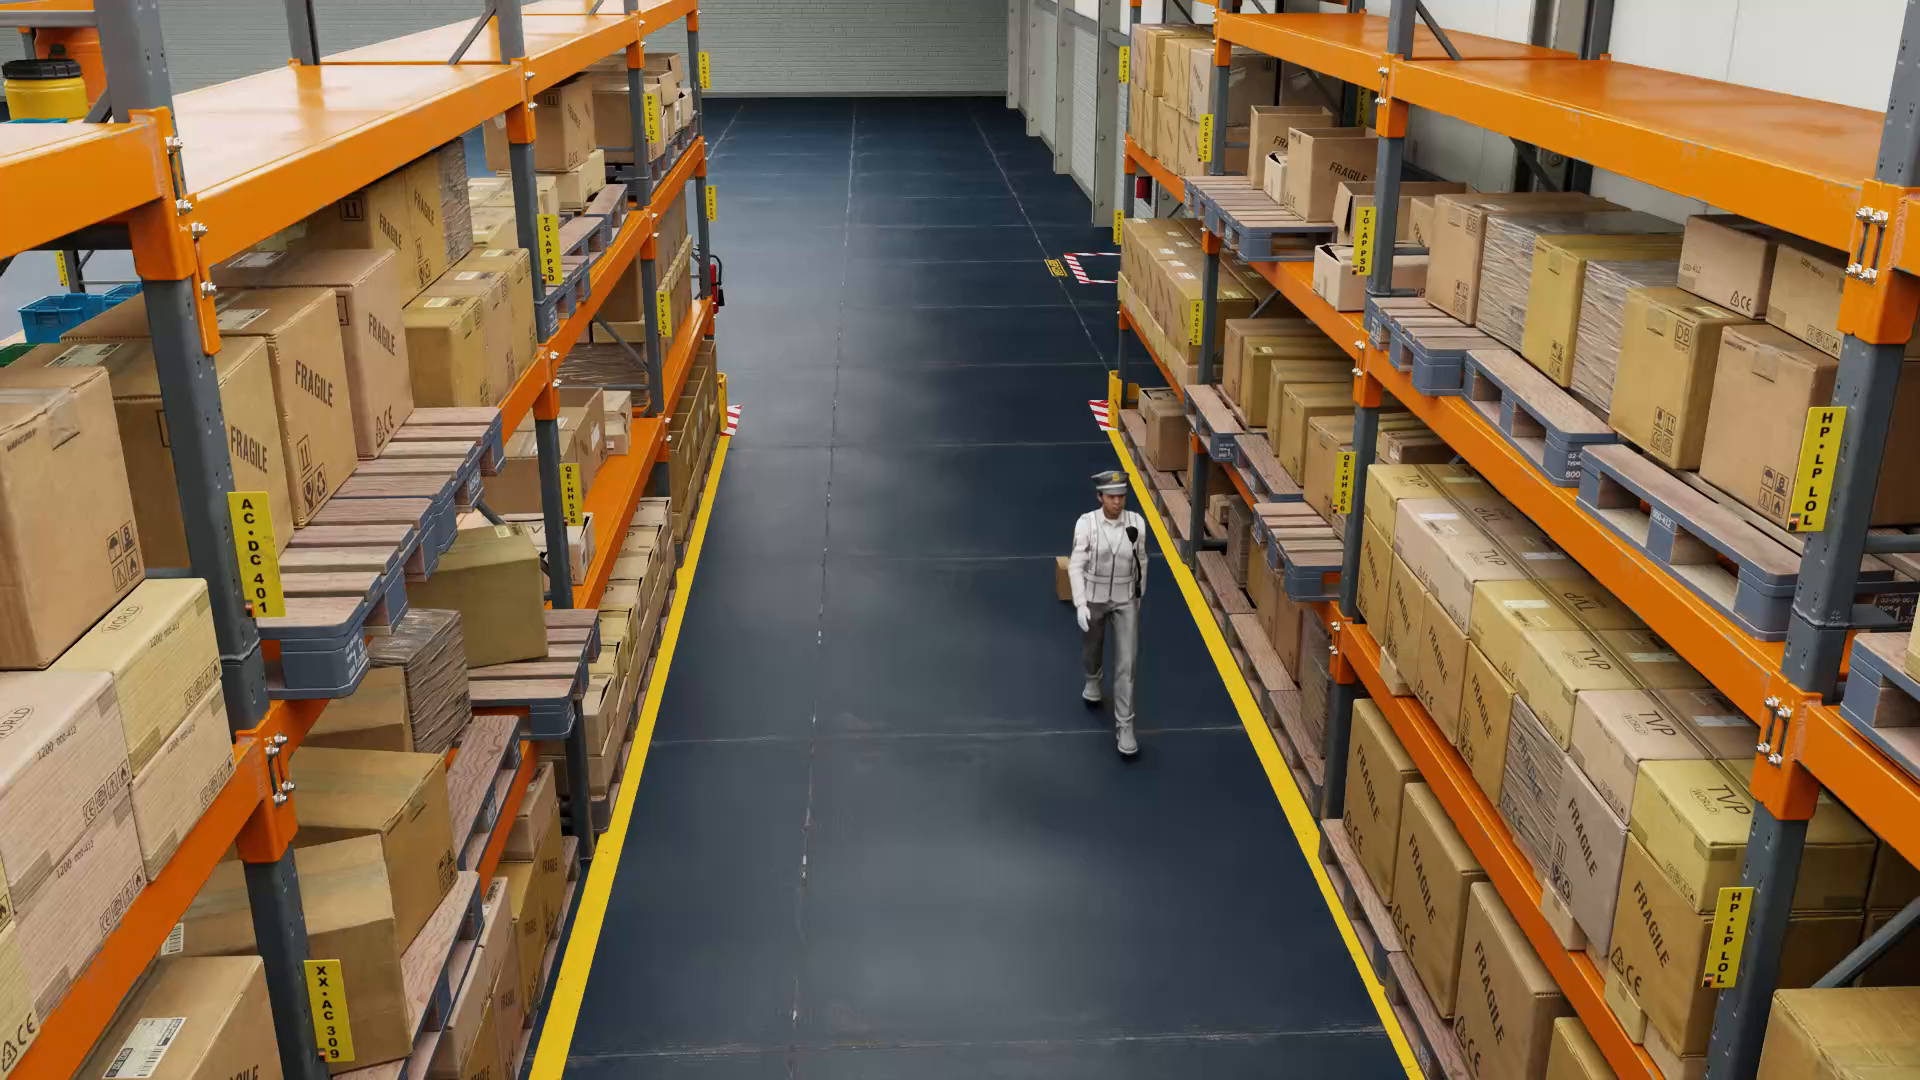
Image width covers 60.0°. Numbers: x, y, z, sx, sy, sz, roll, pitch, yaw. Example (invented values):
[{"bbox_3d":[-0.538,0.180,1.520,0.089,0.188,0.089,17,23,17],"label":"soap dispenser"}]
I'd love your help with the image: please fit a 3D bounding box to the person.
[{"bbox_3d":[0.898,0.359,10.035,0.498,1.624,1.009,0,21,-1],"label":"person"}]
